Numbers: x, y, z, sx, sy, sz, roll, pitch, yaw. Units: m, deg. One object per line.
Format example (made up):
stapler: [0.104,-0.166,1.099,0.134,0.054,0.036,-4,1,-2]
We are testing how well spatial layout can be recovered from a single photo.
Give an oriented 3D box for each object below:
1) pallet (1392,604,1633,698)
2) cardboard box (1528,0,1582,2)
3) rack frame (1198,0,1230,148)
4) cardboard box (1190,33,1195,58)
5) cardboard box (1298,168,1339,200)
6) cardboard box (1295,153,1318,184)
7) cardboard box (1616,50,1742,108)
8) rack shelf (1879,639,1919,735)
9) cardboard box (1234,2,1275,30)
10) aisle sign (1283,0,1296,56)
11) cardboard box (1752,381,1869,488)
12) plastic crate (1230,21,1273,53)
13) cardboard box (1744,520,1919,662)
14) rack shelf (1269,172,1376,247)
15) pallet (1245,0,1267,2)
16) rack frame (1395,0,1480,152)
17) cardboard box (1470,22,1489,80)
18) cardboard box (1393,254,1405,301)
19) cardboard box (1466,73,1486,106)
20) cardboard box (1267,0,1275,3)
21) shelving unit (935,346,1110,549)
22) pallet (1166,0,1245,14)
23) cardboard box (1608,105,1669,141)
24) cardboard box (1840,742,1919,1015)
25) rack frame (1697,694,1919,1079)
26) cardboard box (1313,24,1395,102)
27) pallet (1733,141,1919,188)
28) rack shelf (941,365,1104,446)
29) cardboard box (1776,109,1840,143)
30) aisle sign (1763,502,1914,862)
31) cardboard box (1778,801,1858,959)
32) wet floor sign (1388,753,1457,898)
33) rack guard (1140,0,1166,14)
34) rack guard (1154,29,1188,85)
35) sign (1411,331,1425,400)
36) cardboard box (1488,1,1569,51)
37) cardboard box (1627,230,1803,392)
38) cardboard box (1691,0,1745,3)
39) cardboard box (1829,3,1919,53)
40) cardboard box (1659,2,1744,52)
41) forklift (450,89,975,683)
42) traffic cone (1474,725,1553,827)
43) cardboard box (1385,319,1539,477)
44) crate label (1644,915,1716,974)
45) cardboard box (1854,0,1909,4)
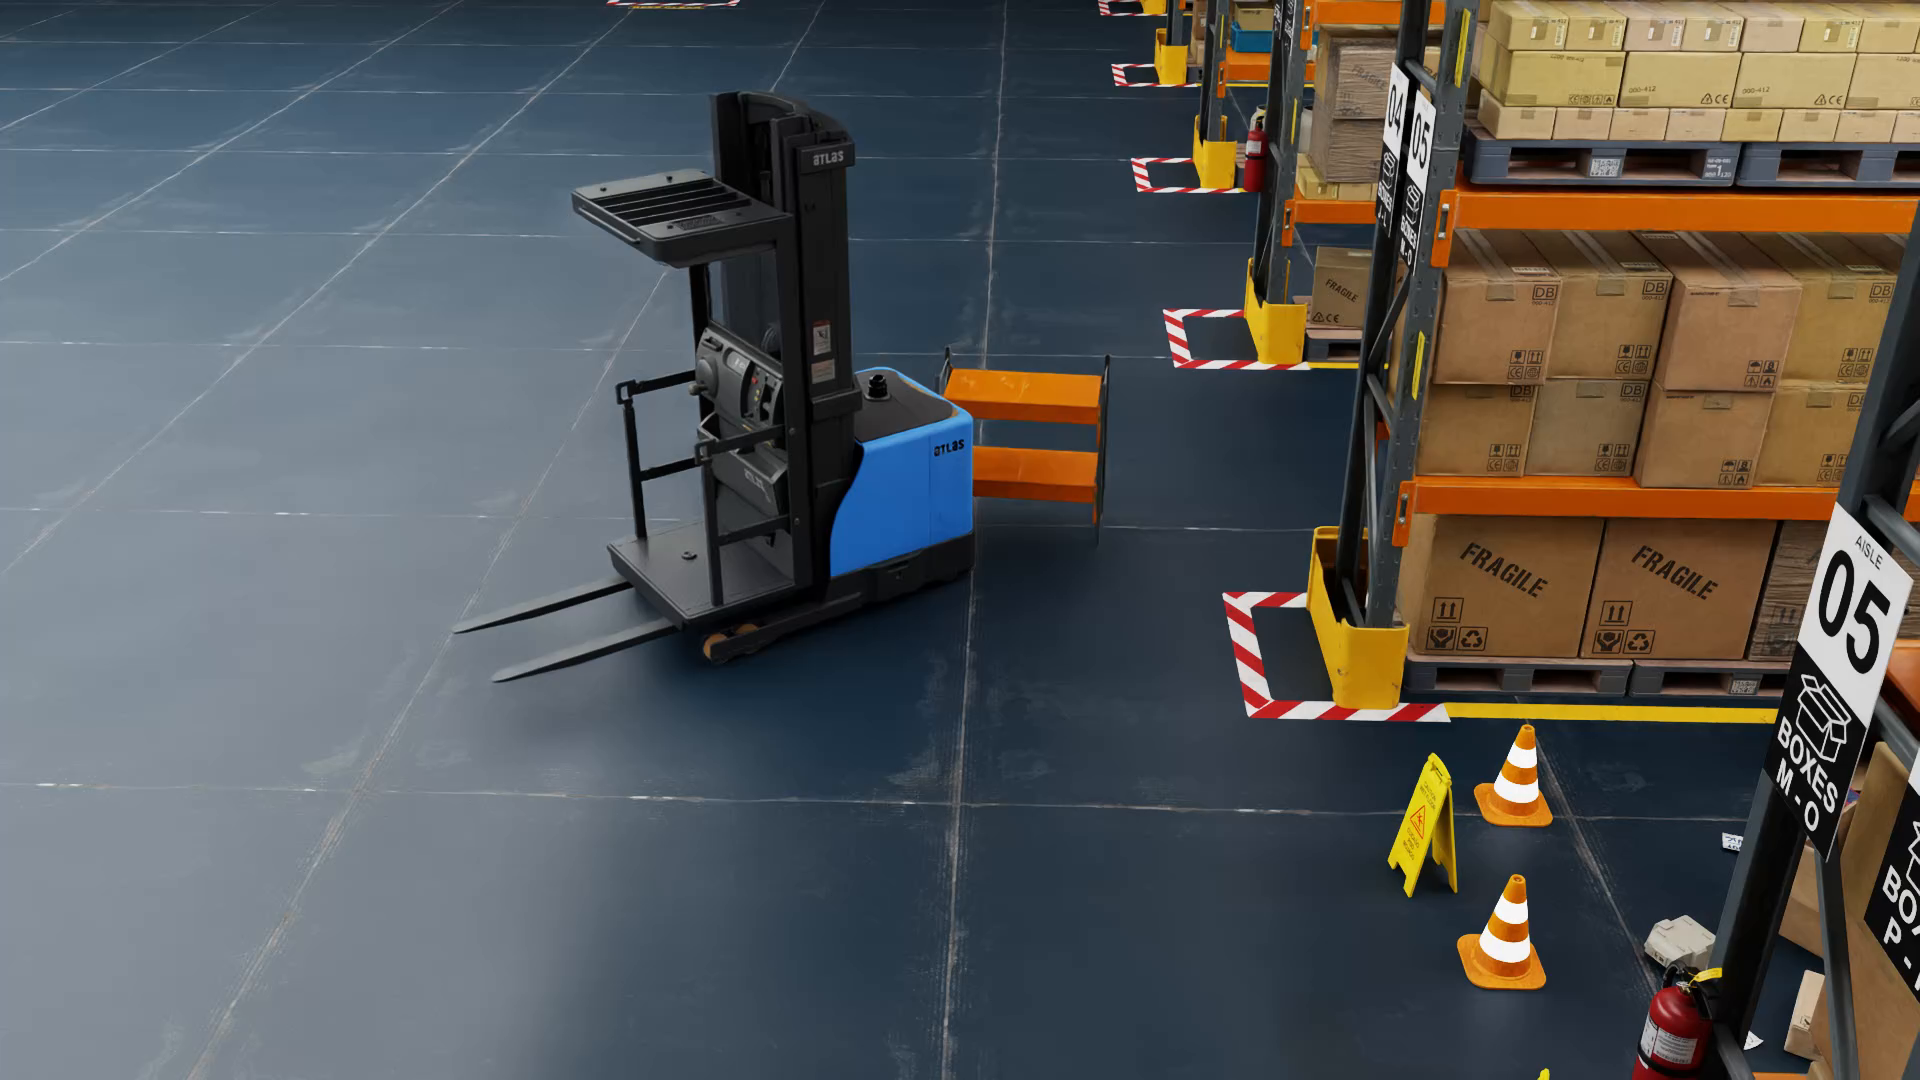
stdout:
pallet: [3.047,0.522,9.466,1.213,0.211,1.003,1,28,2]
cardboard box: [2.843,-2.632,8.097,0.250,0.149,0.380,1,28,2]
rack frame: [2.696,-5.325,17.519,0.127,3.000,1.000,1,28,2]
cardboard box: [3.421,-6.744,22.682,0.500,0.250,0.500,1,28,2]
cardboard box: [2.797,-2.780,12.985,0.250,0.149,0.380,1,28,2]
cardboard box: [2.813,-2.988,13.377,0.250,0.149,0.380,1,28,2]
cardboard box: [3.225,-2.171,7.653,0.500,0.250,0.500,1,28,1]
rack shelf: [4.170,0.657,3.798,4.000,0.370,1.077,1,28,2]
cardboard box: [3.902,-6.825,22.035,0.500,0.500,0.500,1,28,2]
aisle sign: [2.448,-4.016,12.273,0.004,0.787,0.394,1,28,2]
cardboard box: [4.254,-0.712,8.656,0.500,0.550,0.875,1,28,2]
plastic crate: [3.206,-5.391,17.802,0.616,0.251,0.499,1,28,2]
cardboard box: [4.715,0.076,9.149,0.875,0.875,0.875,1,28,2]
rack shelf: [4.520,-2.656,13.251,4.000,0.370,1.077,1,28,2]
pallet: [5.148,-8.678,26.820,1.213,0.211,1.003,1,28,2]
rack frame: [2.245,-3.338,7.364,0.127,3.000,1.000,1,28,2]
cardboard box: [2.744,-2.430,8.141,0.500,0.250,0.500,1,28,2]
cardboard box: [3.743,-2.076,13.610,0.500,0.500,0.500,8,29,15]
cardboard box: [2.589,-2.284,8.292,0.250,0.149,0.380,1,28,2]
cardboard box: [4.421,-7.067,22.490,0.500,0.500,0.500,1,28,2]
shelving unit: [0.396,-0.591,10.589,1.048,1.125,0.538,4,28,7]
pallet: [3.932,-8.699,26.861,1.213,0.211,1.003,1,28,2]
cardboard box: [3.081,-1.967,7.694,0.250,0.149,0.380,1,28,2]
cardboard box: [2.689,0.921,4.244,0.500,0.500,0.700,0,28,1]
rack frame: [2.171,1.632,4.395,0.127,3.000,1.000,1,28,2]
cardboard box: [3.079,-3.731,13.019,0.500,0.500,0.500,1,28,2]
pallet: [4.209,-1.947,8.037,1.213,0.211,1.003,1,28,2]
rack shelf: [0.396,-0.850,10.452,1.000,0.278,0.538,4,28,7]
cardboard box: [3.837,-1.954,7.670,0.250,0.149,0.380,1,28,1]
aisle sign: [2.119,0.346,4.044,0.004,0.787,0.394,1,28,2]
cardboard box: [4.016,1.579,7.160,0.637,0.503,0.797,-20,34,-33]
wet floor sign: [2.146,1.280,7.573,0.232,0.644,0.267,-4,28,-7]
rack guard: [3.121,-8.857,26.849,0.348,0.500,1.175,1,28,2]
rack guard: [2.850,-6.540,22.478,0.348,0.500,1.175,1,28,2]
sign: [2.219,-0.845,8.058,0.005,0.325,0.100,1,28,2]
cardboard box: [2.567,-2.329,7.525,0.250,0.149,0.380,1,28,2]
cardboard box: [3.722,-1.167,8.362,0.550,0.550,0.875,1,28,2]
cardboard box: [3.607,-2.619,8.073,0.250,0.149,0.380,1,28,2]
cardboard box: [4.093,-2.303,7.477,0.250,0.149,0.380,1,28,3]
cardboard box: [3.326,-2.316,7.500,0.250,0.149,0.380,1,28,2]
forklift: [-1.408,-0.879,9.205,3.031,2.935,1.130,-18,33,-30]
traffic cone: [2.725,1.107,8.092,0.334,0.463,0.336,1,28,2]
cardboard box: [2.617,-0.768,8.762,0.550,0.550,0.875,1,28,2]
crate label: [3.134,1.759,7.212,0.298,0.136,0.250,-14,31,-24]
cardboard box: [4.370,-2.607,8.051,0.250,0.149,0.380,1,28,2]
